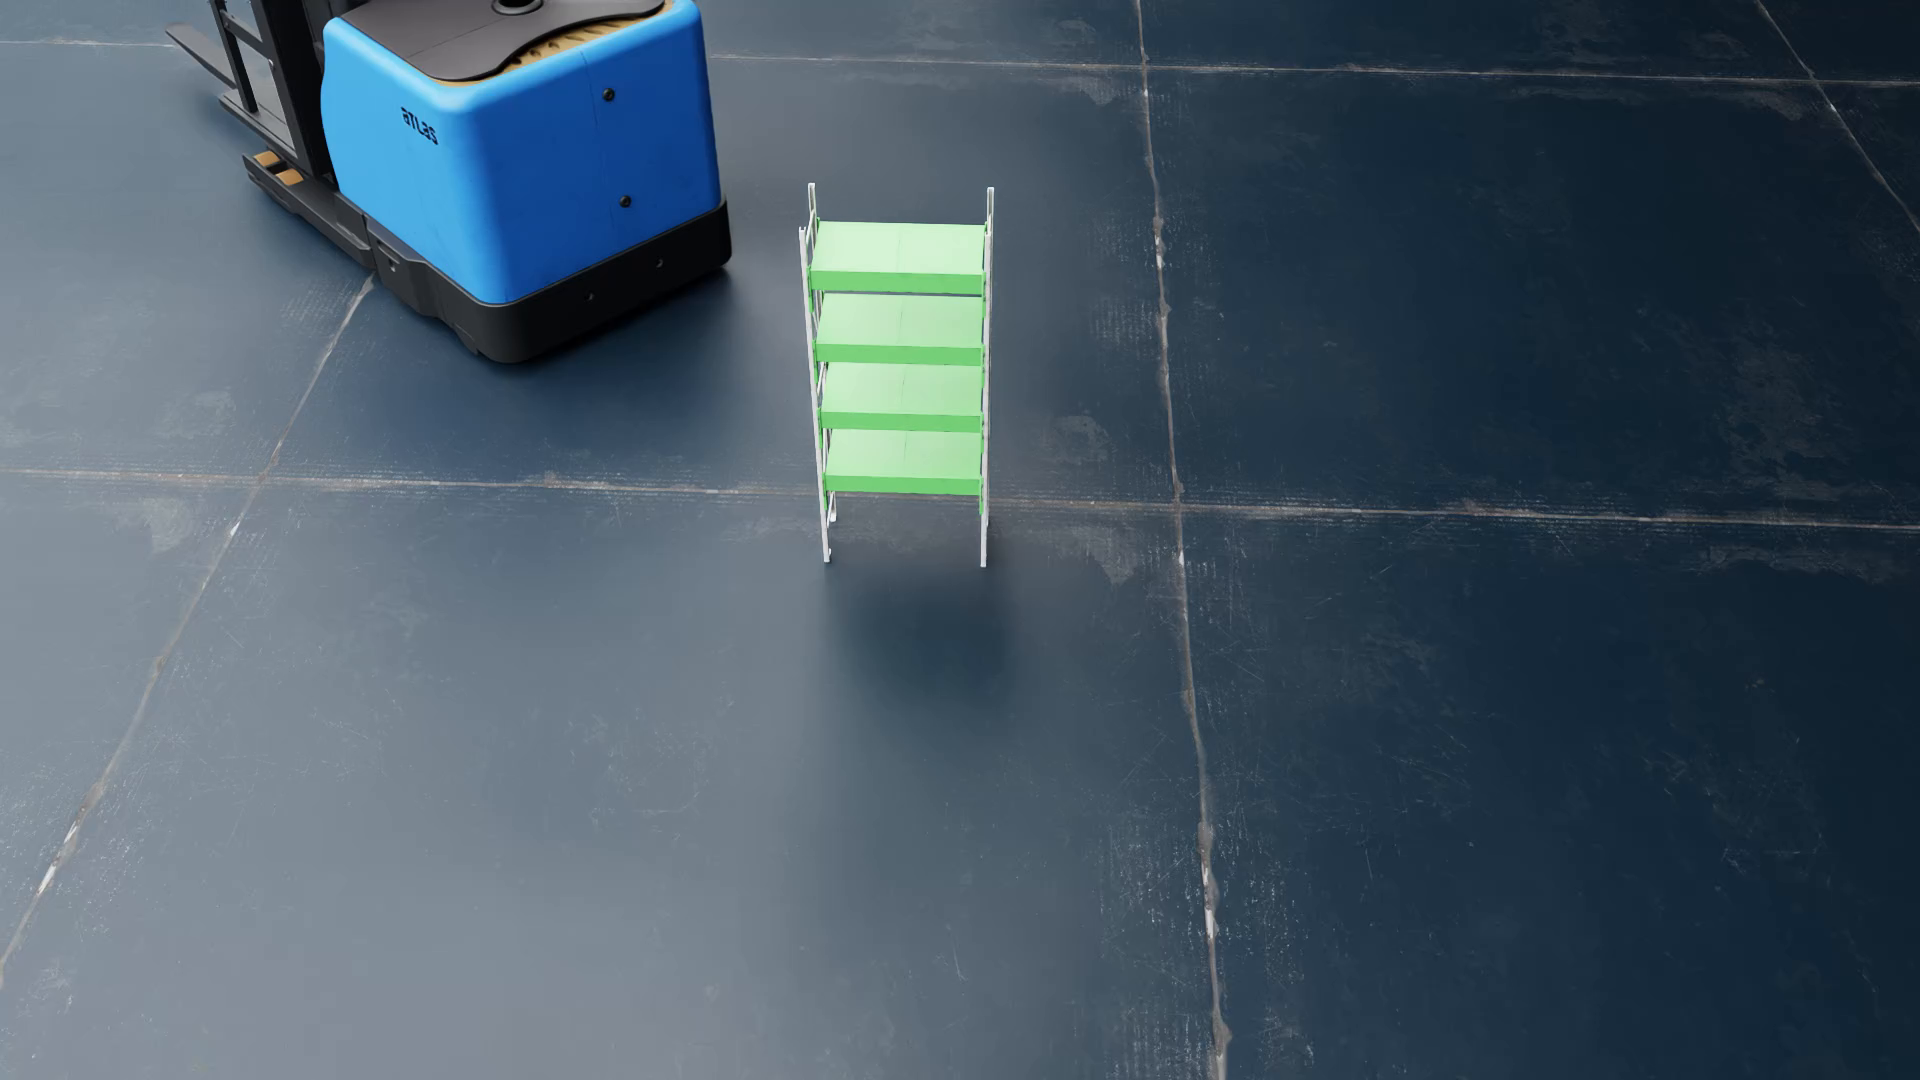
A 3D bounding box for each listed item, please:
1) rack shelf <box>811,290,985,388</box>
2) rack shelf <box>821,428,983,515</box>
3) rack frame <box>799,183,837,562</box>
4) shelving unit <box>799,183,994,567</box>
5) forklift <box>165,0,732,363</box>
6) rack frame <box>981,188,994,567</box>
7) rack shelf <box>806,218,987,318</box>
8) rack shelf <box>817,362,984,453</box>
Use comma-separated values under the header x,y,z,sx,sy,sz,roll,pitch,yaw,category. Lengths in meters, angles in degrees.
x,y,z,sx,sy,sz,roll,pitch,yaw,category
-0.165,-0.573,4.726,0.480,0.148,0.258,2,43,2,rack shelf
-0.165,-0.222,5.054,0.480,0.148,0.258,2,43,2,rack shelf
-0.409,-0.452,4.855,0.015,1.200,0.240,2,43,2,rack frame
-0.165,-0.444,4.846,0.503,1.200,0.258,2,43,2,shelving unit
-2.244,-2.601,5.892,1.130,2.935,3.031,-33,52,-30,forklift
0.078,-0.437,4.838,0.015,1.200,0.240,2,43,2,rack frame
-0.165,-0.749,4.563,0.480,0.148,0.258,2,43,2,rack shelf
-0.165,-0.397,4.890,0.480,0.148,0.258,2,43,2,rack shelf
